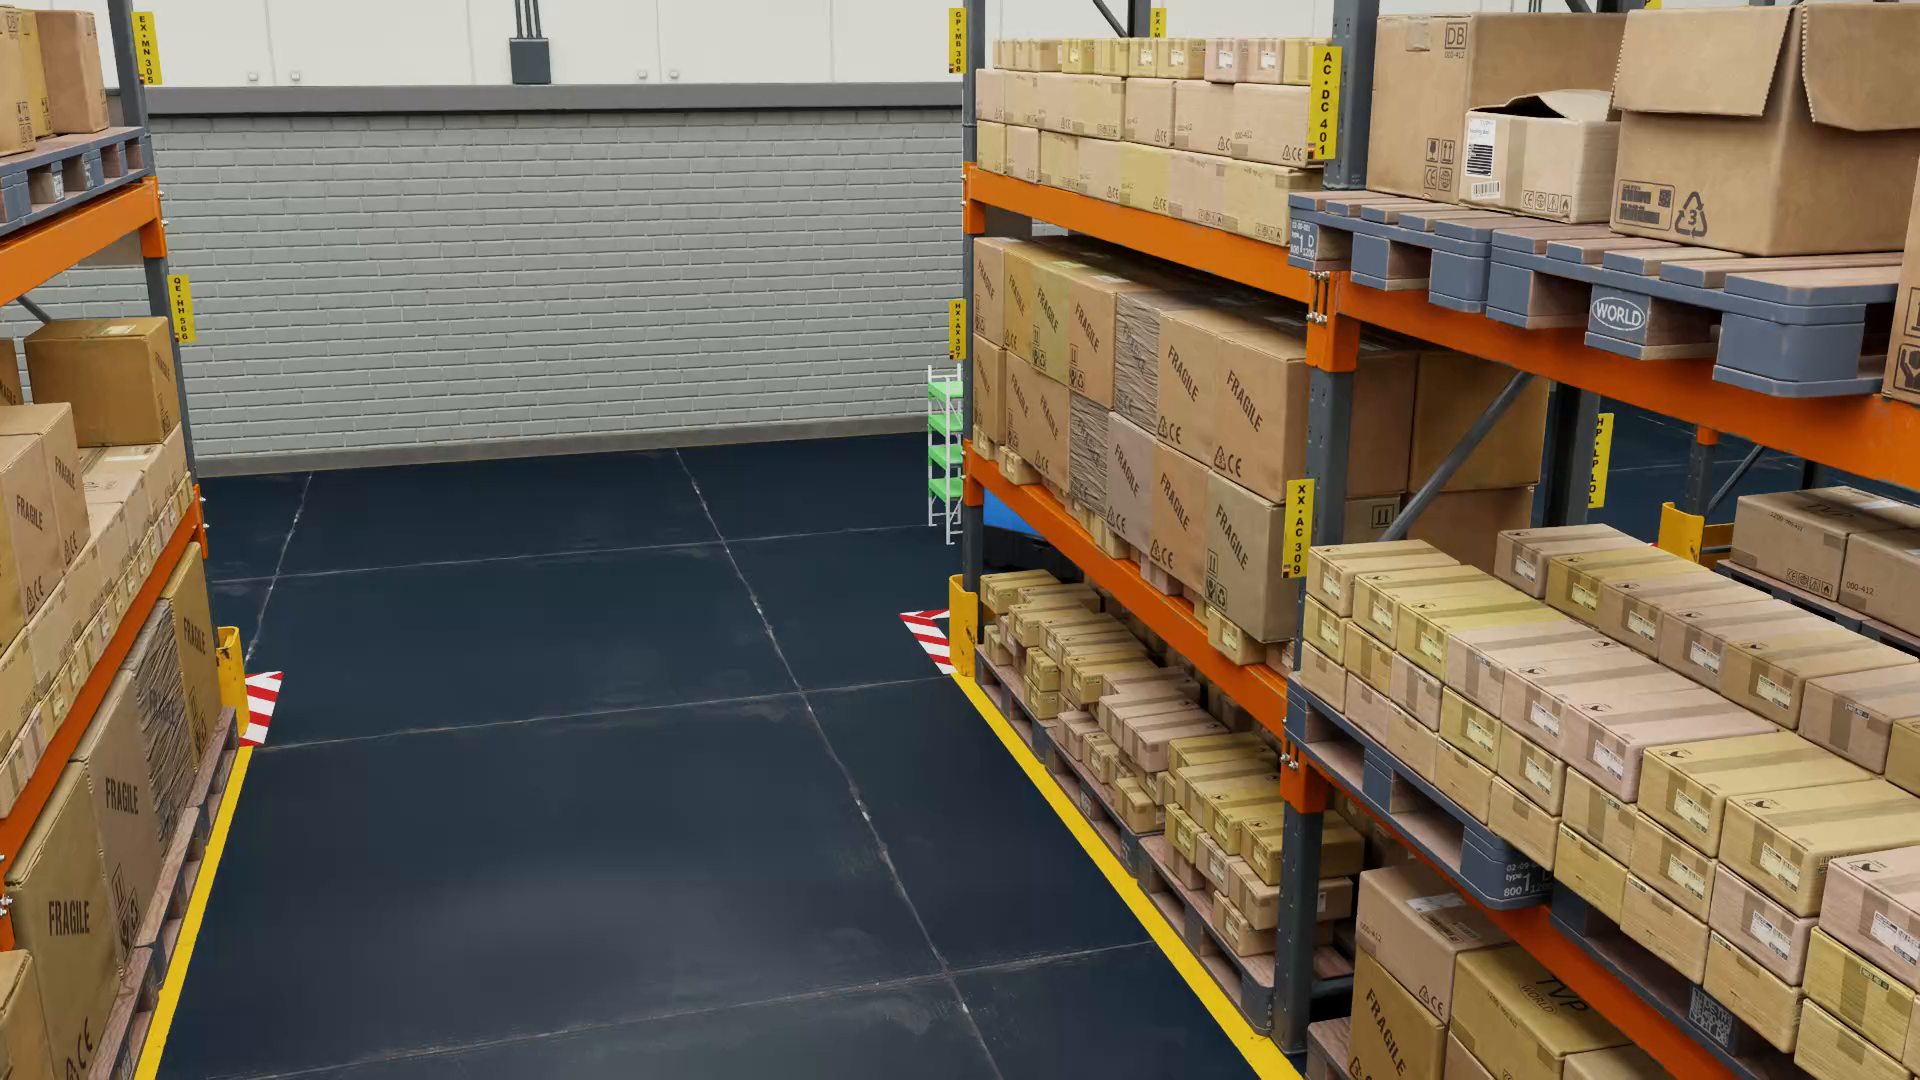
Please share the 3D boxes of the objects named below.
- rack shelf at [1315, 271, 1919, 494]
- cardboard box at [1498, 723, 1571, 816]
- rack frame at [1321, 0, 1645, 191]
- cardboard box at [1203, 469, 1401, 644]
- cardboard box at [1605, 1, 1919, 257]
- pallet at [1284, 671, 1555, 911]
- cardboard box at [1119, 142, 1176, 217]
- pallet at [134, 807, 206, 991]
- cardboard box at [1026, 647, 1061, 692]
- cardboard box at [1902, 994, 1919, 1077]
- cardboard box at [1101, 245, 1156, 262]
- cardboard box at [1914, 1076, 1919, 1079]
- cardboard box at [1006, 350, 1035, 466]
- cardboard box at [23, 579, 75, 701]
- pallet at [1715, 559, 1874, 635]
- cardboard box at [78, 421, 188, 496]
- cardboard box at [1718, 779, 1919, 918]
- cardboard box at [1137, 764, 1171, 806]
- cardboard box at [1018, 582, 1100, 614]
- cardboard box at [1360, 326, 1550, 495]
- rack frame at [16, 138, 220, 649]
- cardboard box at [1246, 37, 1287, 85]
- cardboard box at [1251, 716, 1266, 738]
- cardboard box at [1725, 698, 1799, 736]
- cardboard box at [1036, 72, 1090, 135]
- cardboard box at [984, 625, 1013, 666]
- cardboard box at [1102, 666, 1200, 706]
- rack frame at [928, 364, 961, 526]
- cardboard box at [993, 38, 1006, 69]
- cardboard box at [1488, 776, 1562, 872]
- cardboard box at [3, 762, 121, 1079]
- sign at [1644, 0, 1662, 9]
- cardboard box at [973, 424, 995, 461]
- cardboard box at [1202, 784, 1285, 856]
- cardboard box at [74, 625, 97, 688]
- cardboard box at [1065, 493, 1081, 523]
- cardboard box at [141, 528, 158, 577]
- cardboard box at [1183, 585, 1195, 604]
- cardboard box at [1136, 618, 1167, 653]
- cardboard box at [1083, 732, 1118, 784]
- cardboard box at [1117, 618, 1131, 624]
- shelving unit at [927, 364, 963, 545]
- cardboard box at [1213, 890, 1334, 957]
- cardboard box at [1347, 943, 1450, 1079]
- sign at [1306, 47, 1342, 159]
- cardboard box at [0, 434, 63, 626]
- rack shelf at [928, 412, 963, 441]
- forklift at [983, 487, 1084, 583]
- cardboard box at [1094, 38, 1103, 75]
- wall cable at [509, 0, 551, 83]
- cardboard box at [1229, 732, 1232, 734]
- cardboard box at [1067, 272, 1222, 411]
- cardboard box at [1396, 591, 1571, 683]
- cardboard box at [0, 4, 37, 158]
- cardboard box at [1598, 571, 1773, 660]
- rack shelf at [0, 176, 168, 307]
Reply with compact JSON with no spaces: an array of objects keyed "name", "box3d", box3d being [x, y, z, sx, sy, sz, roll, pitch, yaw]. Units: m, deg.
[{"name":"rack shelf","box3d":[2.161,-0.205,3.457,1.077,0.370,4.000,-5,17,-15]},{"name":"cardboard box","box3d":[1.570,0.545,4.113,0.380,0.149,0.250,-4,17,-13]},{"name":"rack frame","box3d":[1.611,-2.539,4.764,1.000,3.000,0.127,-5,17,-15]},{"name":"cardboard box","box3d":[1.207,0.032,5.941,0.500,0.500,0.500,-5,17,-15]},{"name":"cardboard box","box3d":[1.909,-0.916,3.663,0.797,0.503,0.637,-5,17,-16]},{"name":"pallet","box3d":[1.681,0.649,4.912,1.003,0.211,1.213,-5,17,-15]},{"name":"cardboard box","box3d":[0.951,-1.425,6.528,0.500,0.250,0.500,-5,17,-16]},{"name":"pallet","box3d":[-3.658,1.479,6.662,1.003,0.211,1.213,-5,17,-15]},{"name":"cardboard box","box3d":[0.549,0.635,8.333,0.380,0.149,0.250,-4,17,-14]},{"name":"cardboard box","box3d":[1.919,0.901,2.929,0.380,0.149,0.250,-5,17,-15]},{"name":"cardboard box","box3d":[1.016,-1.195,8.287,0.500,0.500,0.500,-5,18,-17]},{"name":"cardboard box","box3d":[1.930,1.050,2.949,0.380,0.149,0.250,-5,17,-16]},{"name":"cardboard box","box3d":[0.541,-0.671,8.281,0.500,0.500,0.500,-5,17,-15]},{"name":"cardboard box","box3d":[-3.195,0.339,5.354,0.500,0.250,0.500,-5,17,-16]},{"name":"pallet","box3d":[5.539,0.359,10.391,1.003,0.211,1.213,-5,17,-15]},{"name":"cardboard box","box3d":[-3.896,-0.366,7.700,0.500,0.250,0.500,-5,17,-16]},{"name":"cardboard box","box3d":[1.782,0.617,3.355,0.380,0.149,0.250,-4,17,-13]},{"name":"cardboard box","box3d":[0.979,1.001,7.114,0.380,0.149,0.250,-4,17,-14]},{"name":"cardboard box","box3d":[0.521,0.345,8.780,0.380,0.149,0.250,-4,17,-14]},{"name":"cardboard box","box3d":[1.721,-0.479,5.905,0.500,0.500,0.500,-4,17,-14]},{"name":"rack frame","box3d":[-4.285,-0.408,8.098,1.000,3.000,0.127,-5,17,-15]},{"name":"cardboard box","box3d":[1.180,-1.599,5.545,0.380,0.149,0.250,-4,17,-14]},{"name":"cardboard box","box3d":[1.495,0.807,7.242,0.380,0.149,0.250,-4,17,-14]},{"name":"cardboard box","box3d":[2.199,0.494,4.283,0.380,0.149,0.250,-6,18,-18]},{"name":"cardboard box","box3d":[0.655,-1.950,7.407,0.500,0.250,0.500,-4,17,-15]},{"name":"cardboard box","box3d":[0.348,0.562,9.093,0.380,0.149,0.250,-4,17,-14]},{"name":"cardboard box","box3d":[0.871,0.703,7.589,0.380,0.149,0.250,-5,17,-15]},{"name":"rack frame","box3d":[-0.113,-0.688,12.157,0.240,1.200,0.015,-5,17,-15]},{"name":"cardboard box","box3d":[0.382,-2.460,8.413,0.380,0.149,0.250,-5,17,-16]},{"name":"cardboard box","box3d":[1.562,0.684,4.168,0.380,0.149,0.250,-5,18,-18]},{"name":"cardboard box","box3d":[-3.290,1.326,5.288,0.875,0.875,0.875,-5,17,-15]},{"name":"sign","box3d":[2.144,-1.584,5.214,0.100,0.325,0.005,-5,17,-15]},{"name":"cardboard box","box3d":[0.286,-0.537,8.962,0.380,0.149,0.250,-5,17,-16]},{"name":"cardboard box","box3d":[1.155,1.068,6.375,0.380,0.149,0.250,-4,17,-15]},{"name":"cardboard box","box3d":[-3.237,0.421,5.772,0.380,0.149,0.250,-5,17,-16]},{"name":"cardboard box","box3d":[0.713,-0.183,7.783,0.380,0.149,0.250,-5,17,-16]},{"name":"cardboard box","box3d":[-3.588,0.067,6.952,0.380,0.149,0.250,-5,17,-16]},{"name":"cardboard box","box3d":[1.111,0.176,6.590,0.380,0.149,0.250,-5,17,-17]},{"name":"cardboard box","box3d":[1.118,0.445,8.447,0.380,0.149,0.250,-5,18,-17]},{"name":"cardboard box","box3d":[0.786,0.989,7.672,0.380,0.149,0.250,-5,17,-15]},{"name":"cardboard box","box3d":[0.951,0.449,8.951,0.380,0.149,0.250,-5,17,-17]},{"name":"shelving unit","box3d":[-0.045,-0.620,11.932,0.258,1.200,0.503,-5,17,-15]},{"name":"cardboard box","box3d":[1.176,1.417,6.248,0.380,0.149,0.250,-4,17,-15]},{"name":"cardboard box","box3d":[1.559,1.555,5.176,0.500,0.500,0.500,-4,17,-13]},{"name":"sign","box3d":[1.092,-1.305,4.971,0.100,0.325,0.005,-5,17,-15]},{"name":"cardboard box","box3d":[-3.199,-0.021,5.249,0.500,0.500,0.500,-5,17,-15]},{"name":"rack shelf","box3d":[-0.045,-0.789,11.881,0.258,0.148,0.480,-5,17,-15]},{"name":"forklift","box3d":[1.576,-1.087,10.475,3.031,2.935,1.130,12,21,36]},{"name":"cardboard box","box3d":[0.780,-2.028,6.975,0.380,0.149,0.250,-4,17,-13]},{"name":"wall cable","box3d":[-2.525,-6.659,12.886,2.277,5.999,0.120,-5,17,-15]},{"name":"cardboard box","box3d":[1.429,0.875,7.534,0.380,0.149,0.250,-5,17,-16]},{"name":"cardboard box","box3d":[0.790,-0.871,7.210,0.500,0.500,0.500,-5,18,-17]},{"name":"cardboard box","box3d":[1.428,0.261,4.541,0.380,0.149,0.250,-5,17,-15]},{"name":"cardboard box","box3d":[-3.609,-1.552,5.614,0.700,0.500,0.500,-4,17,-13]},{"name":"cardboard box","box3d":[2.053,0.210,4.713,0.380,0.149,0.250,-5,18,-17]},{"name":"rack shelf","box3d":[-3.735,-0.947,5.928,1.077,0.370,4.000,-5,17,-15]}]
